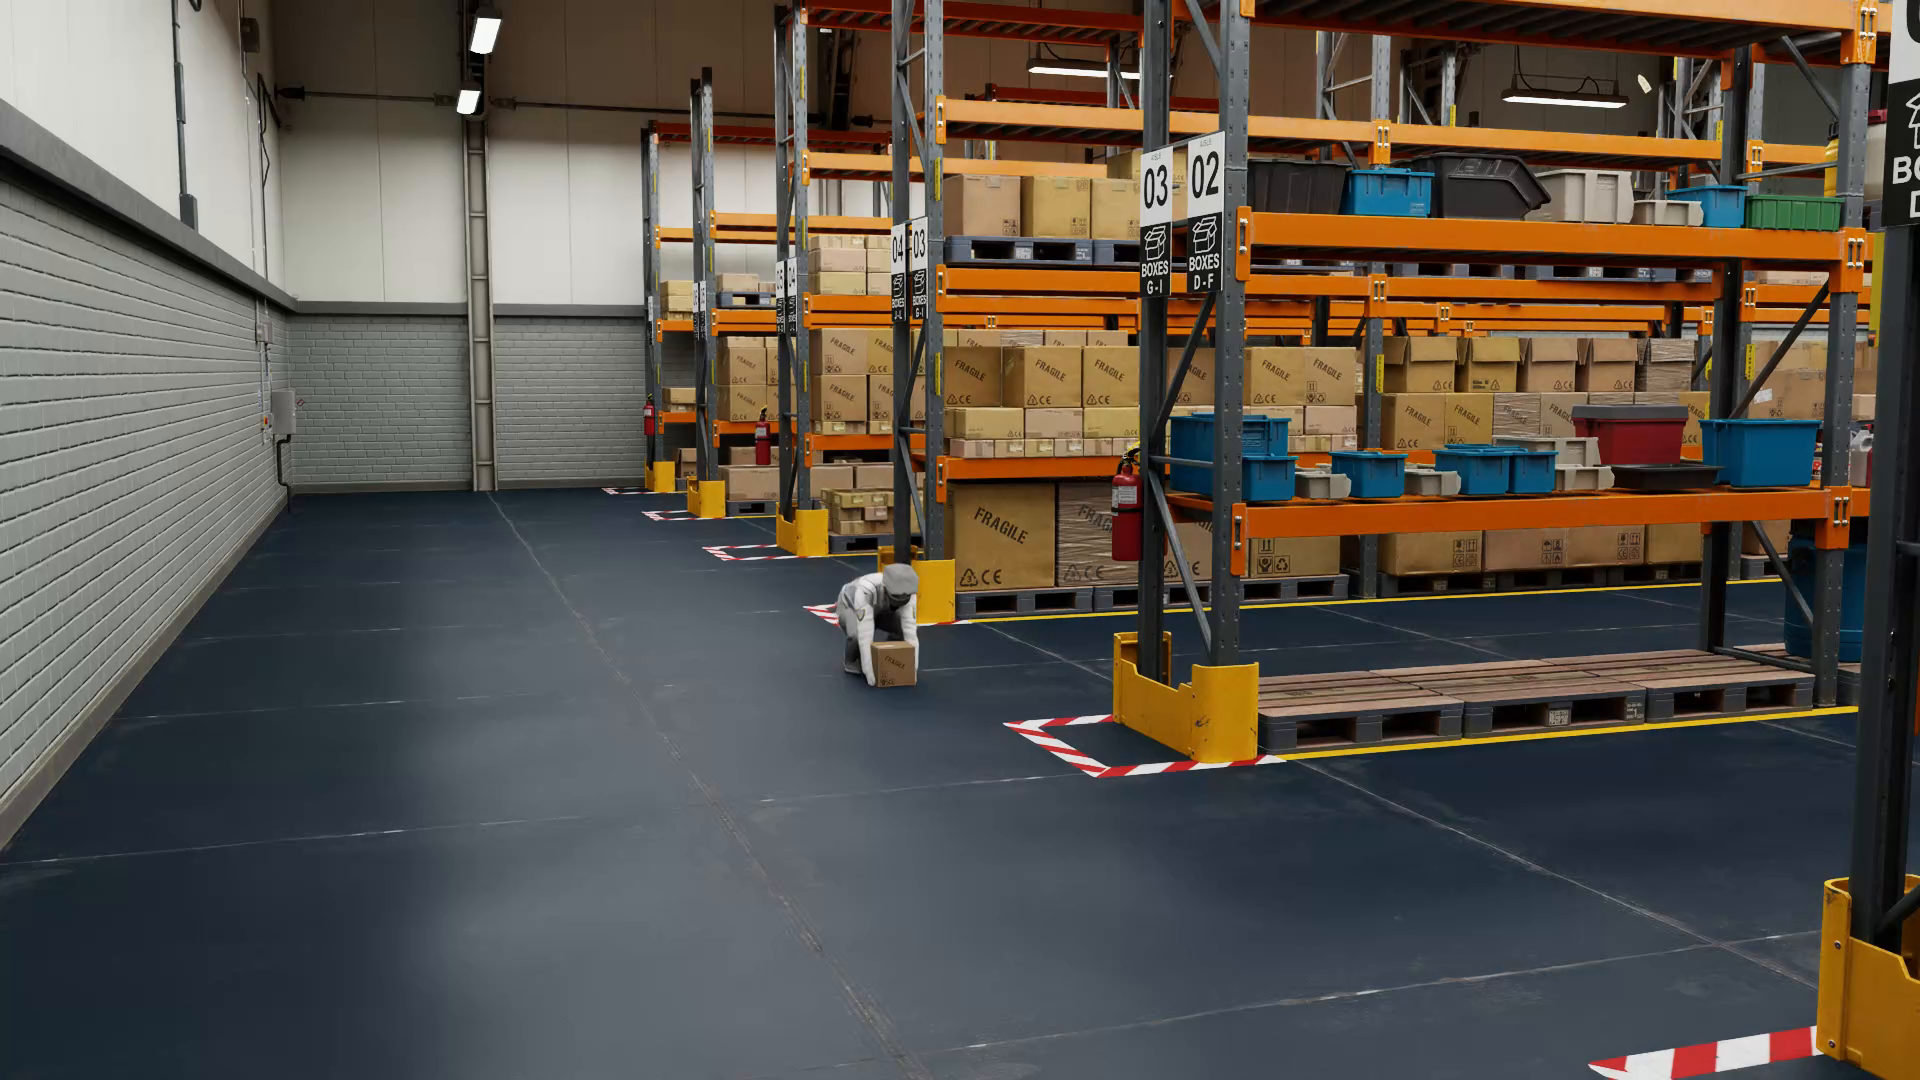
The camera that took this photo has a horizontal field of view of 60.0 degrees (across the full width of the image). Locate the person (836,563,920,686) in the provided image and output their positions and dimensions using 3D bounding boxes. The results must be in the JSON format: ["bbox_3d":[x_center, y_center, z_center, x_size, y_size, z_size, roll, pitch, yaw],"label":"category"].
[{"bbox_3d":[-0.533,0.542,10.965,0.469,0.843,0.891,-2,6,-20],"label":"person"}]
